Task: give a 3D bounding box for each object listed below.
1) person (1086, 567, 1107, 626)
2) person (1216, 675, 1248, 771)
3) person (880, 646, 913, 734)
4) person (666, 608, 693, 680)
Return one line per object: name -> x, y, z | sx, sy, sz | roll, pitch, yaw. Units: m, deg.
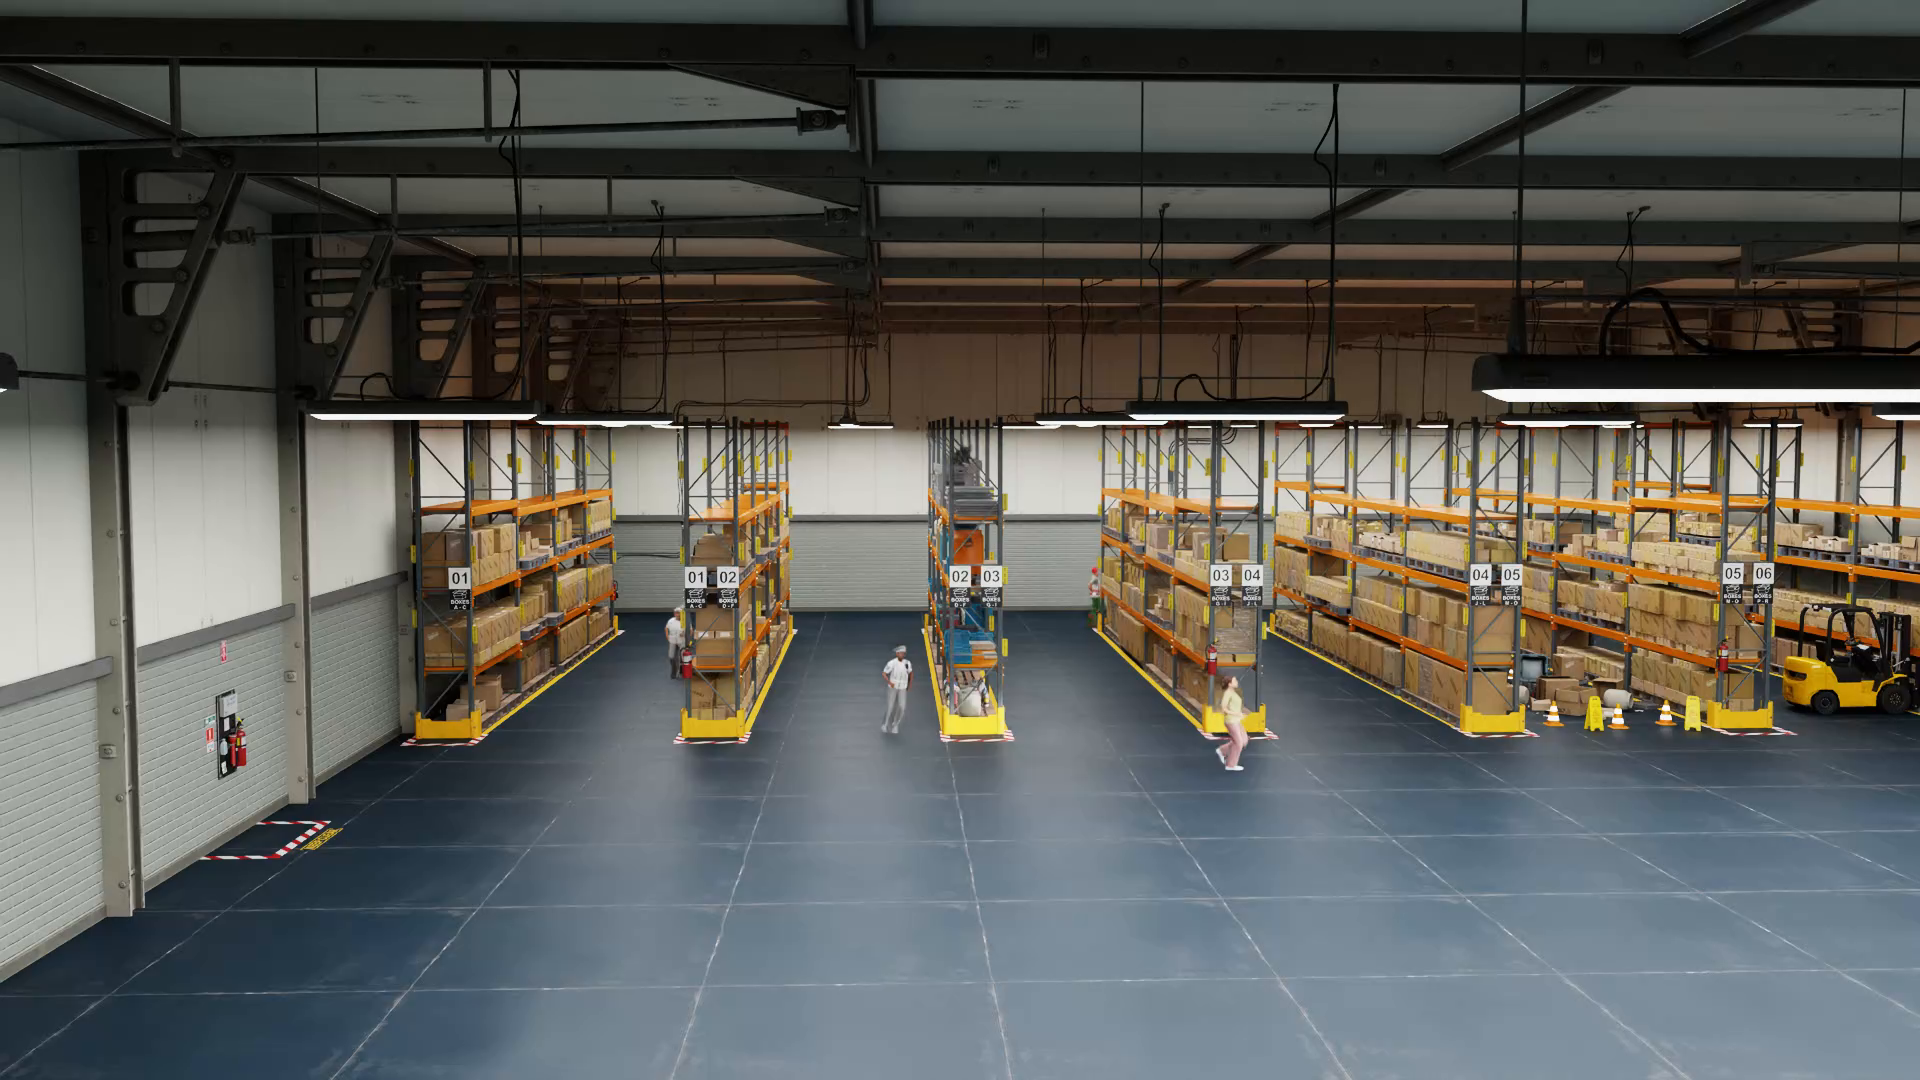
person -> 4.011, 1.654, 48.620 | 0.679, 1.736, 0.628 | 0, 4, -4
person -> 4.582, 3.077, 28.058 | 0.562, 1.620, 0.577 | 2, 4, 25
person -> -1.174, 2.841, 31.611 | 0.651, 1.684, 0.647 | -1, 4, -14
person -> -6.496, 2.397, 38.368 | 0.663, 1.664, 0.583 | 0, 4, 2
